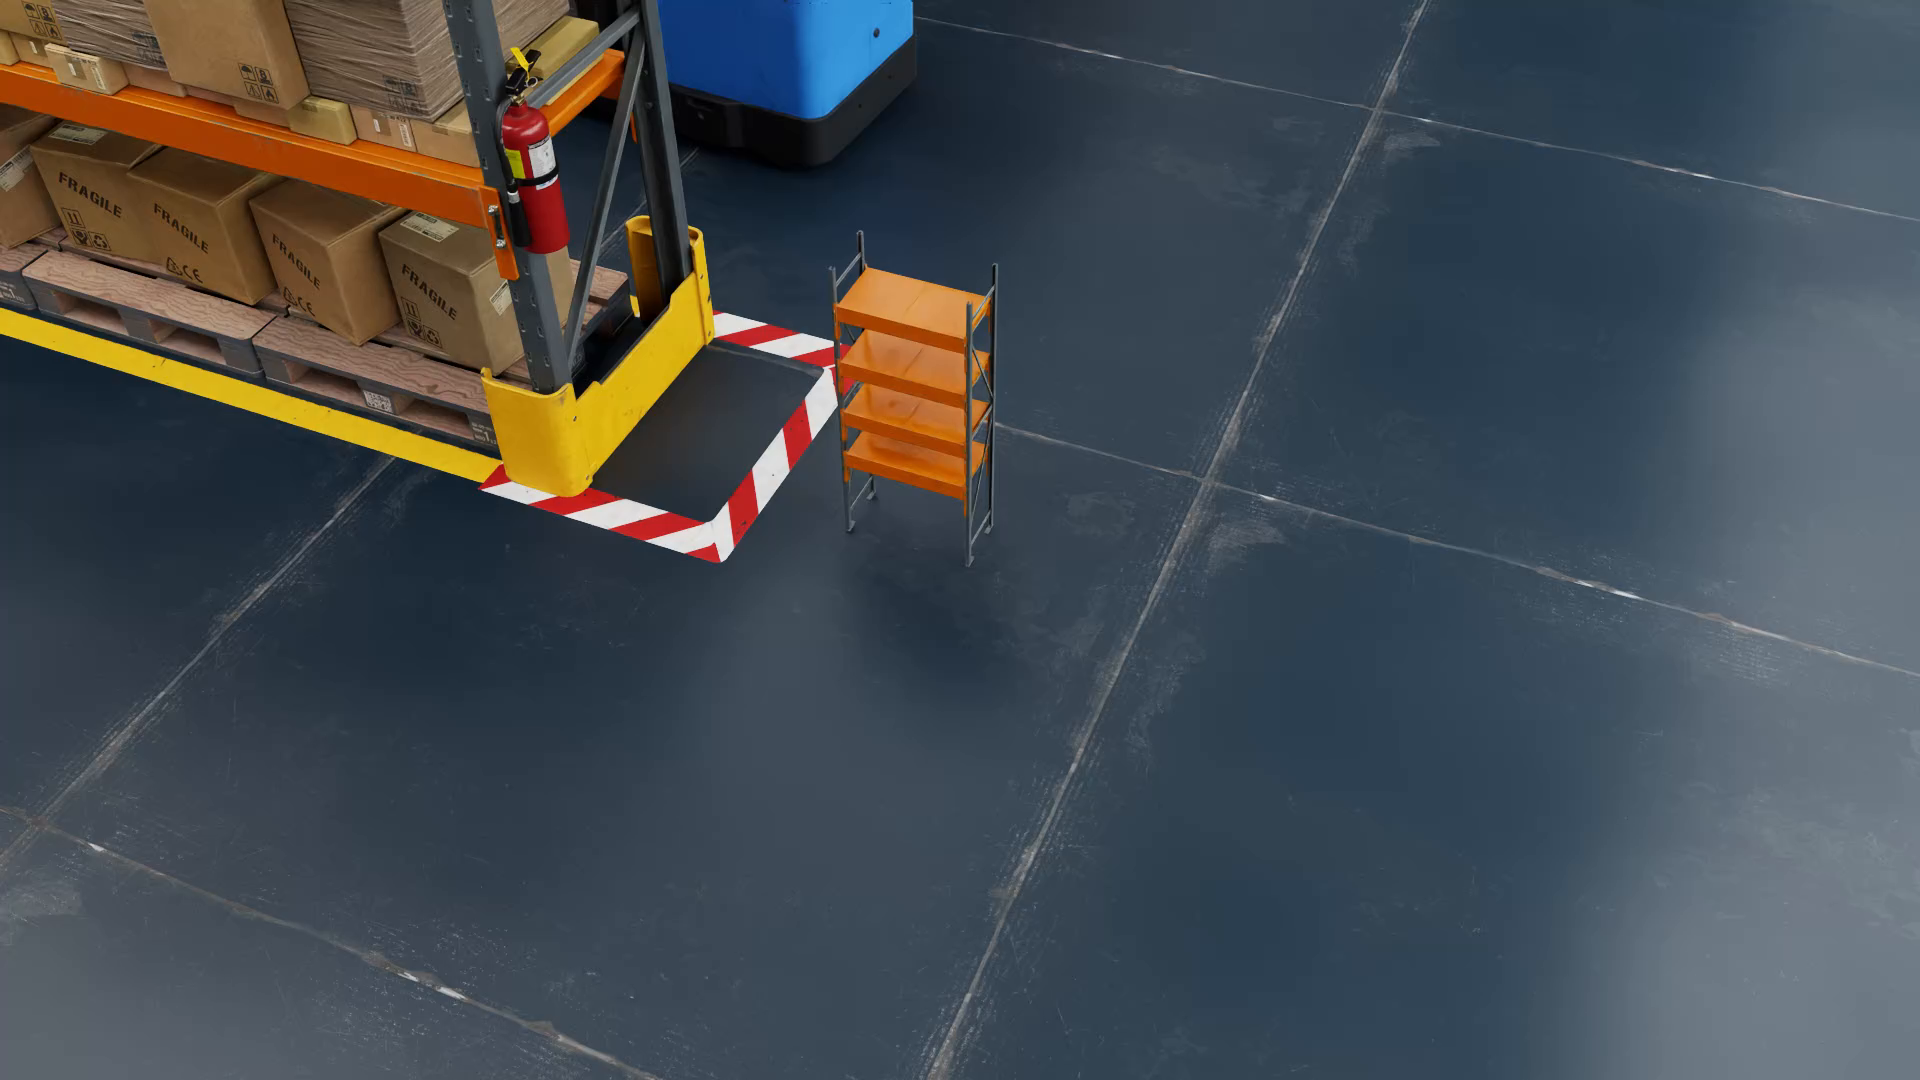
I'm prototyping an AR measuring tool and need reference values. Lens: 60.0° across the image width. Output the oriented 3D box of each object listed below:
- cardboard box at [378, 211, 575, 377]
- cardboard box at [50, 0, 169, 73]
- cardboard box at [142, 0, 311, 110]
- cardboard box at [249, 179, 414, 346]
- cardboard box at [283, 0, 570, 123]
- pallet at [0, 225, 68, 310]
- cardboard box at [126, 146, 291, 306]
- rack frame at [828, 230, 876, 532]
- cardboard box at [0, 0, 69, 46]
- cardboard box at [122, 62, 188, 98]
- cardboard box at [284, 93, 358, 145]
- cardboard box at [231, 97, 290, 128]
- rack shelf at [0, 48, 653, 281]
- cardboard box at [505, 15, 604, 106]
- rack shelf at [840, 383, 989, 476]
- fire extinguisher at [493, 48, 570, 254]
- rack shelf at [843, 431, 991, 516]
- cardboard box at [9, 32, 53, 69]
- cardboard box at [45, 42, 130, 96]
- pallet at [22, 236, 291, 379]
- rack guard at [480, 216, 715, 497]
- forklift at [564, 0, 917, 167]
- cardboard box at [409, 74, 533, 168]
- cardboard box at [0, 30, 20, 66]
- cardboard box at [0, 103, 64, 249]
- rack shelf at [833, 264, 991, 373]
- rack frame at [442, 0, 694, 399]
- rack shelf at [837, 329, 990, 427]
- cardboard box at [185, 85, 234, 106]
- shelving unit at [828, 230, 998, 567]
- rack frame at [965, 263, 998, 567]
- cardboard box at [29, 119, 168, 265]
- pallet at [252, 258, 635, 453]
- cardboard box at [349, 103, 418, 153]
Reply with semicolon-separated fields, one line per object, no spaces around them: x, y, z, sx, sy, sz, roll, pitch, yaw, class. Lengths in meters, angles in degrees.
-1.914;-1.063;6.666;0.500;0.500;0.500;25;50;23;cardboard box
-2.794;-2.149;6.002;0.500;0.500;0.875;16;47;16;cardboard box
-2.349;-1.986;5.837;0.500;0.500;0.875;16;47;16;cardboard box
-2.479;-1.203;6.807;0.500;0.500;0.500;29;52;26;cardboard box
-1.841;-1.928;5.779;0.500;0.500;0.875;16;47;16;cardboard box
-4.403;-1.558;7.666;1.213;0.211;1.003;16;47;16;pallet
-3.050;-1.385;6.990;0.500;0.500;0.500;21;48;19;cardboard box
-0.378;-0.537;5.939;0.015;1.200;0.240;16;47;16;rack frame
-3.251;-2.293;6.146;0.500;0.500;0.875;16;47;16;cardboard box
-2.847;-1.803;6.113;0.250;0.149;0.380;16;47;16;cardboard box
-2.168;-1.576;5.886;0.250;0.149;0.380;16;47;16;cardboard box
-2.393;-1.654;5.964;0.250;0.149;0.380;16;47;16;cardboard box
-3.190;-1.908;6.551;4.000;0.370;1.077;16;47;16;rack shelf
-1.516;-1.763;6.074;0.250;0.149;0.380;16;47;16;cardboard box
-0.153;-0.423;5.919;0.480;0.148;0.258;16;47;16;rack shelf
-1.416;-1.261;5.446;0.183;0.674;0.296;16;47;16;fire extinguisher
-0.153;-0.282;6.059;0.480;0.148;0.258;16;47;16;rack shelf
-3.316;-1.926;6.237;0.250;0.149;0.380;16;47;16;cardboard box
-3.112;-1.813;6.123;0.250;0.149;0.380;16;47;16;cardboard box
-3.273;-1.228;7.334;1.213;0.211;1.003;16;47;16;pallet
-1.415;-0.754;6.654;0.348;0.500;1.175;16;47;16;rack guard
-1.772;-3.564;7.754;3.031;2.935;1.130;20;48;19;forklift
-1.687;-1.474;5.783;0.250;0.149;0.380;16;47;16;cardboard box
-3.564;-1.964;6.275;0.250;0.149;0.380;16;47;16;cardboard box
-4.151;-1.684;7.290;0.500;0.500;0.500;32;53;28;cardboard box
-0.153;-0.749;5.595;0.480;0.148;0.258;16;47;16;rack shelf
-1.344;-1.620;5.751;0.127;3.000;1.000;16;47;16;rack frame
-0.153;-0.581;5.762;0.480;0.148;0.258;16;47;16;rack shelf
-2.607;-1.749;6.059;0.250;0.149;0.380;16;47;16;cardboard box
-0.153;-0.470;5.872;0.503;1.200;0.258;16;47;16;shelving unit
0.072;-0.404;5.805;0.015;1.200;0.240;16;47;16;rack frame
-3.548;-1.566;7.172;0.500;0.500;0.500;13;46;12;cardboard box
-2.151;-0.896;7.000;1.213;0.211;1.003;16;47;16;pallet
-1.917;-1.542;5.851;0.250;0.149;0.380;16;47;16;cardboard box
